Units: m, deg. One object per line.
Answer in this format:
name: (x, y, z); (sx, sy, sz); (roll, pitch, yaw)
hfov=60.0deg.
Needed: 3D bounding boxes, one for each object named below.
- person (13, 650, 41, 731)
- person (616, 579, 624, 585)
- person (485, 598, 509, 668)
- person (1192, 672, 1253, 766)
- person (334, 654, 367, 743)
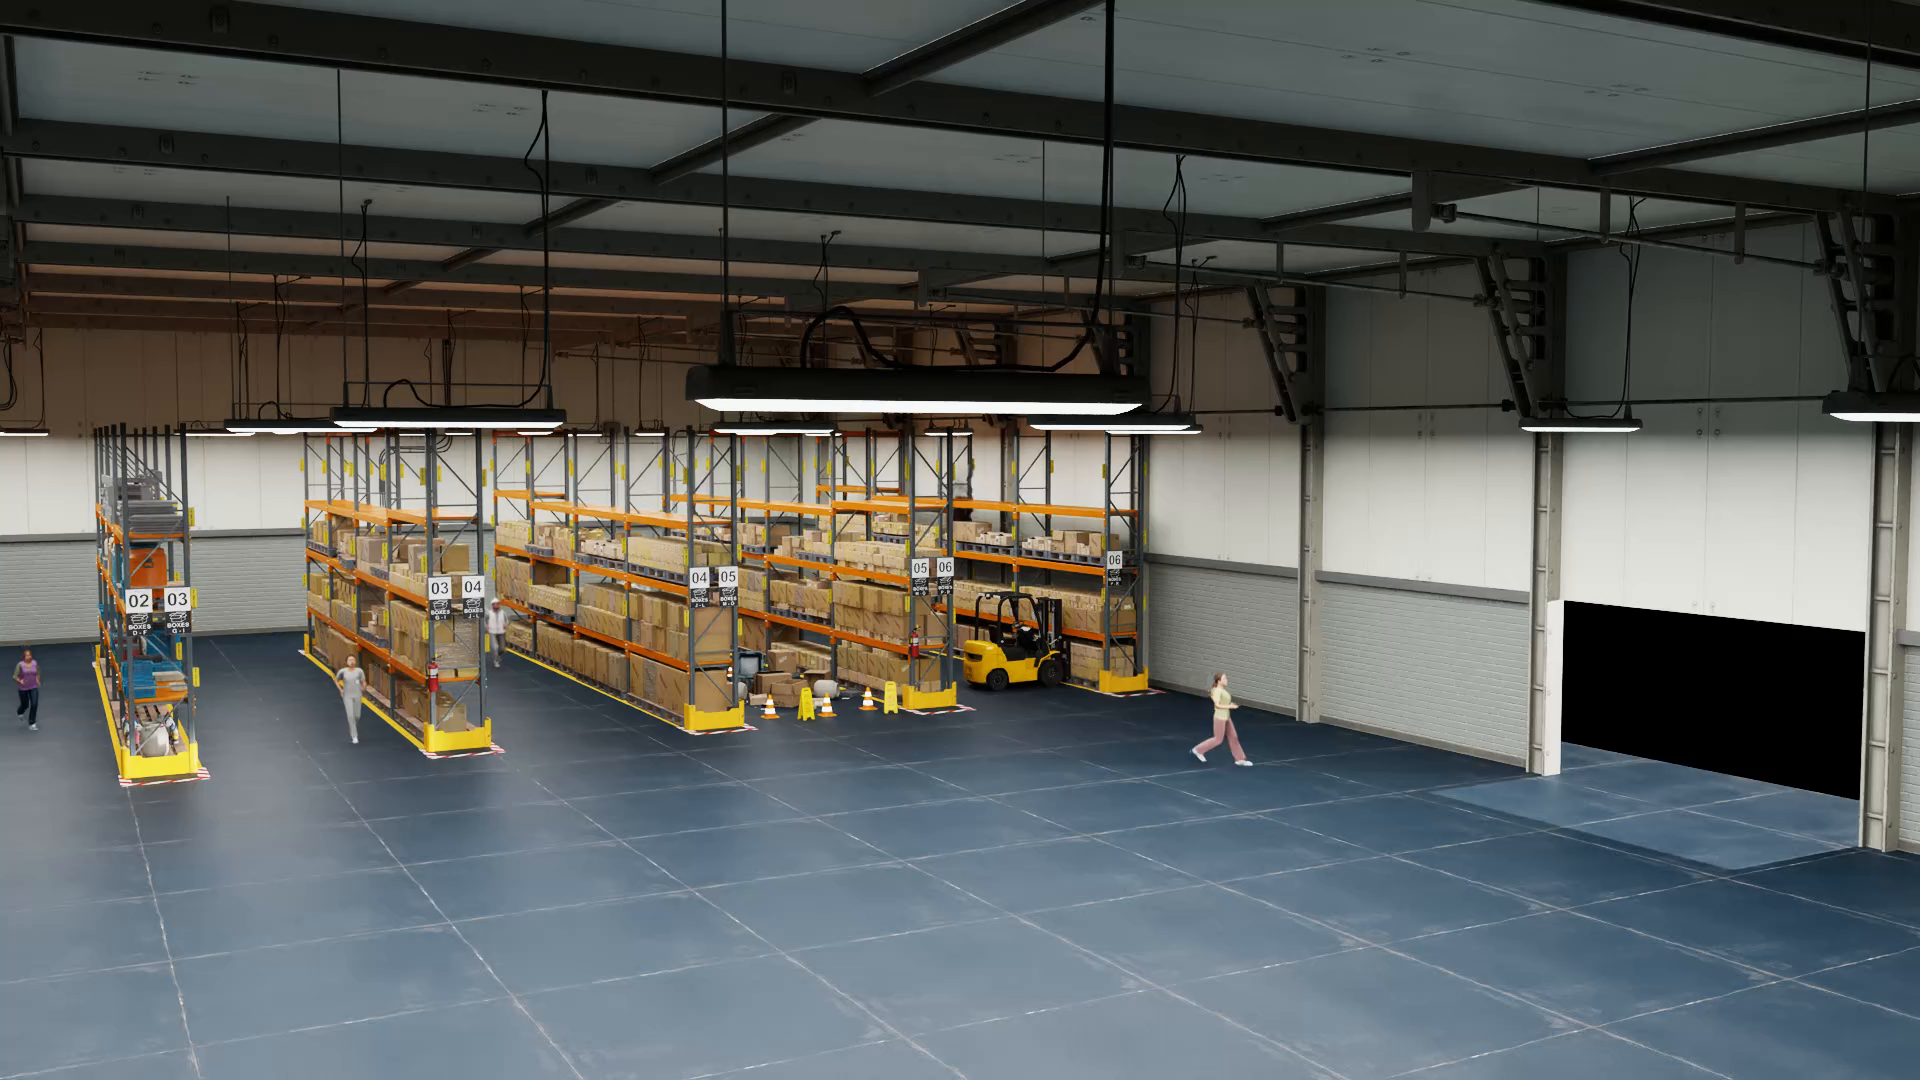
person: (-18.429, 2.944, 32.868); (0.525, 1.582, 0.786); (-3, 5, -43)
person: (-10.271, 1.820, 49.935); (0.960, 1.676, 0.581); (-2, 4, -29)
person: (-11.674, 2.328, 41.827); (0.663, 1.728, 0.704); (-2, 4, -27)
person: (4.585, 3.195, 28.978); (1.053, 1.460, 0.588); (1, 4, 21)
person: (-11.578, 2.994, 31.629); (0.566, 1.660, 0.818); (-2, 4, -28)
